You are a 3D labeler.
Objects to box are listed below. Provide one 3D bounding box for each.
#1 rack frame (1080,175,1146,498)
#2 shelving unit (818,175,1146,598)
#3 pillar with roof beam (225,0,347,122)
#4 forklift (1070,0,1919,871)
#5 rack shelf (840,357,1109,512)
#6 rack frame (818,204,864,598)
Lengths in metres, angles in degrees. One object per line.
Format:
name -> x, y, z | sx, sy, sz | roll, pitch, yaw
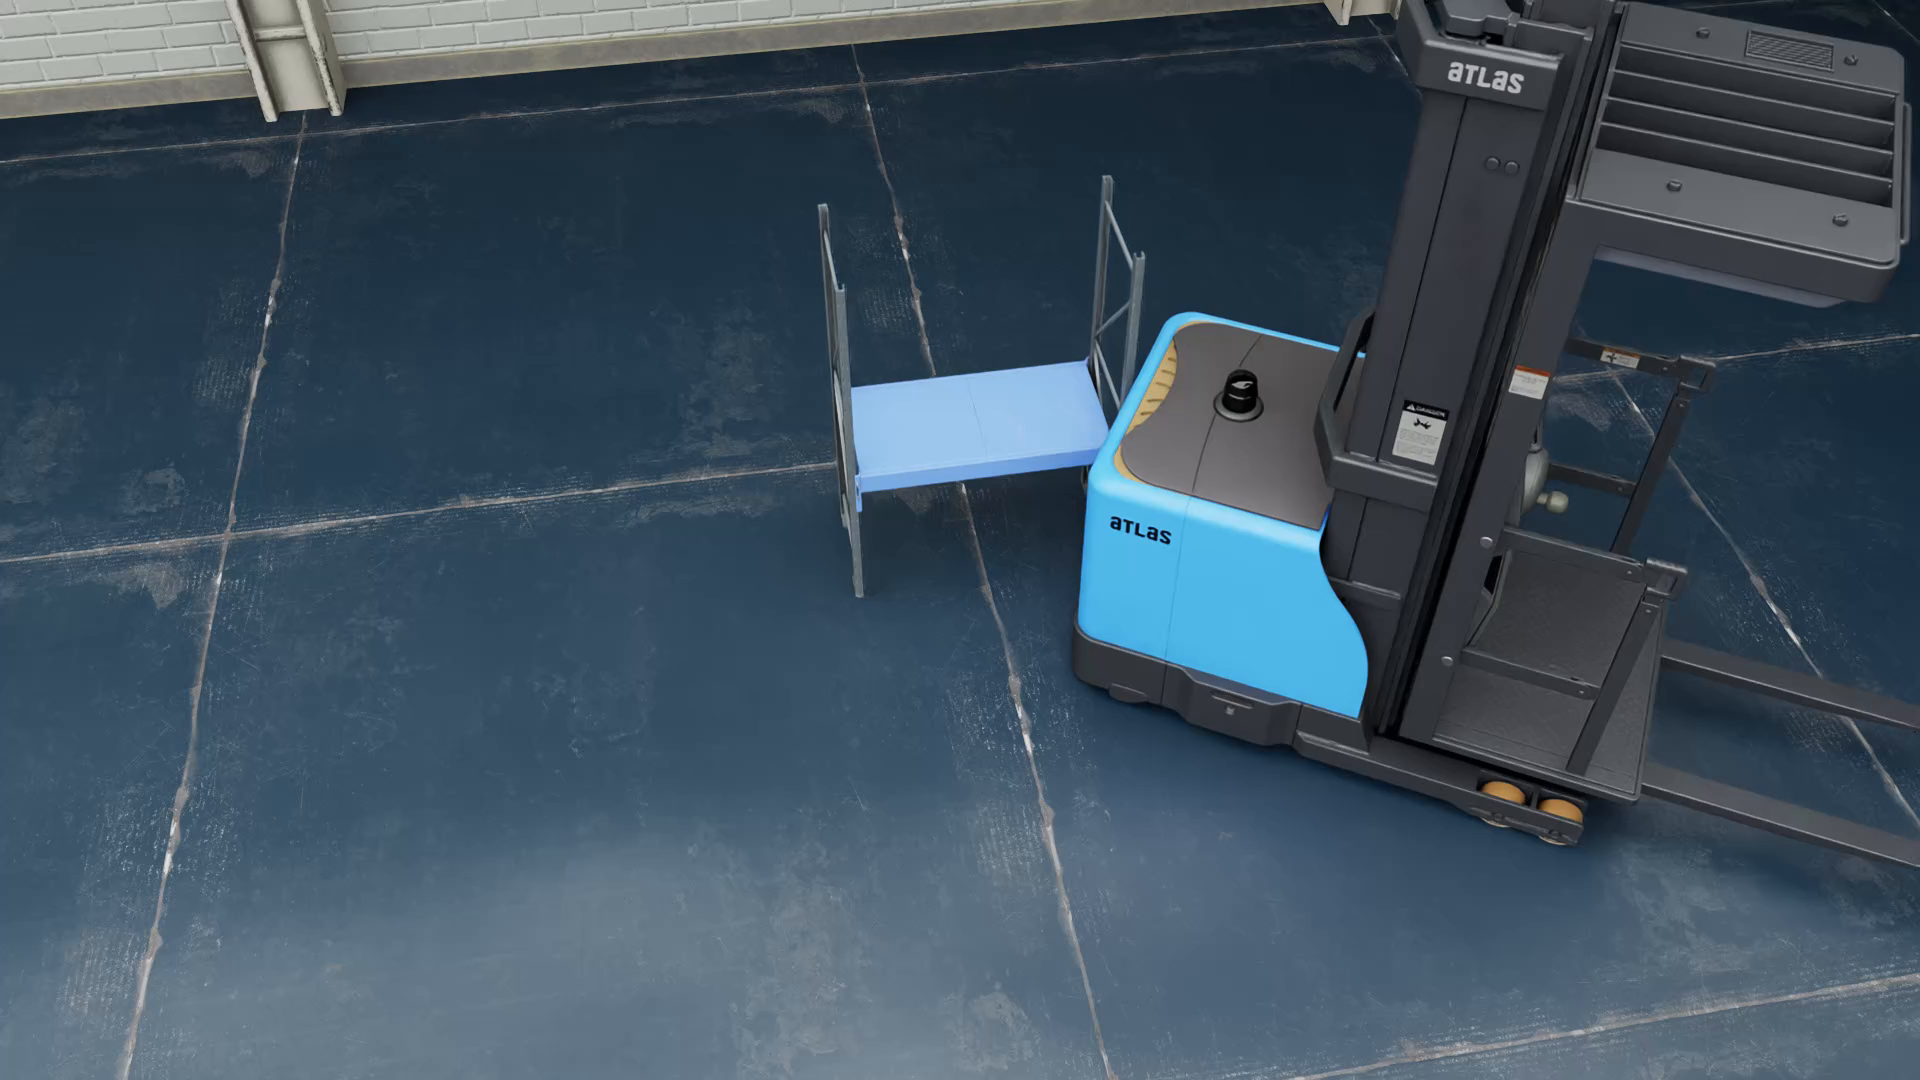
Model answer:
rack frame -> 0.565, -0.600, 6.287 | 0.032, 1.500, 0.500 | -7, 47, -7
shelving unit -> 0.064, -0.536, 6.225 | 1.048, 1.500, 0.538 | -7, 47, -7
pillar with roof beam -> -2.815, -2.442, 2.854 | 0.400, 9.000, 9.100 | -7, 46, -7
forklift -> 1.981, -0.404, 5.104 | 3.031, 2.935, 1.130 | 16, 48, 15
rack shelf -> 0.064, -0.411, 6.355 | 1.000, 0.185, 0.538 | -7, 47, -7
rack frame -> -0.436, -0.472, 6.164 | 0.032, 1.500, 0.500 | -7, 47, -7
